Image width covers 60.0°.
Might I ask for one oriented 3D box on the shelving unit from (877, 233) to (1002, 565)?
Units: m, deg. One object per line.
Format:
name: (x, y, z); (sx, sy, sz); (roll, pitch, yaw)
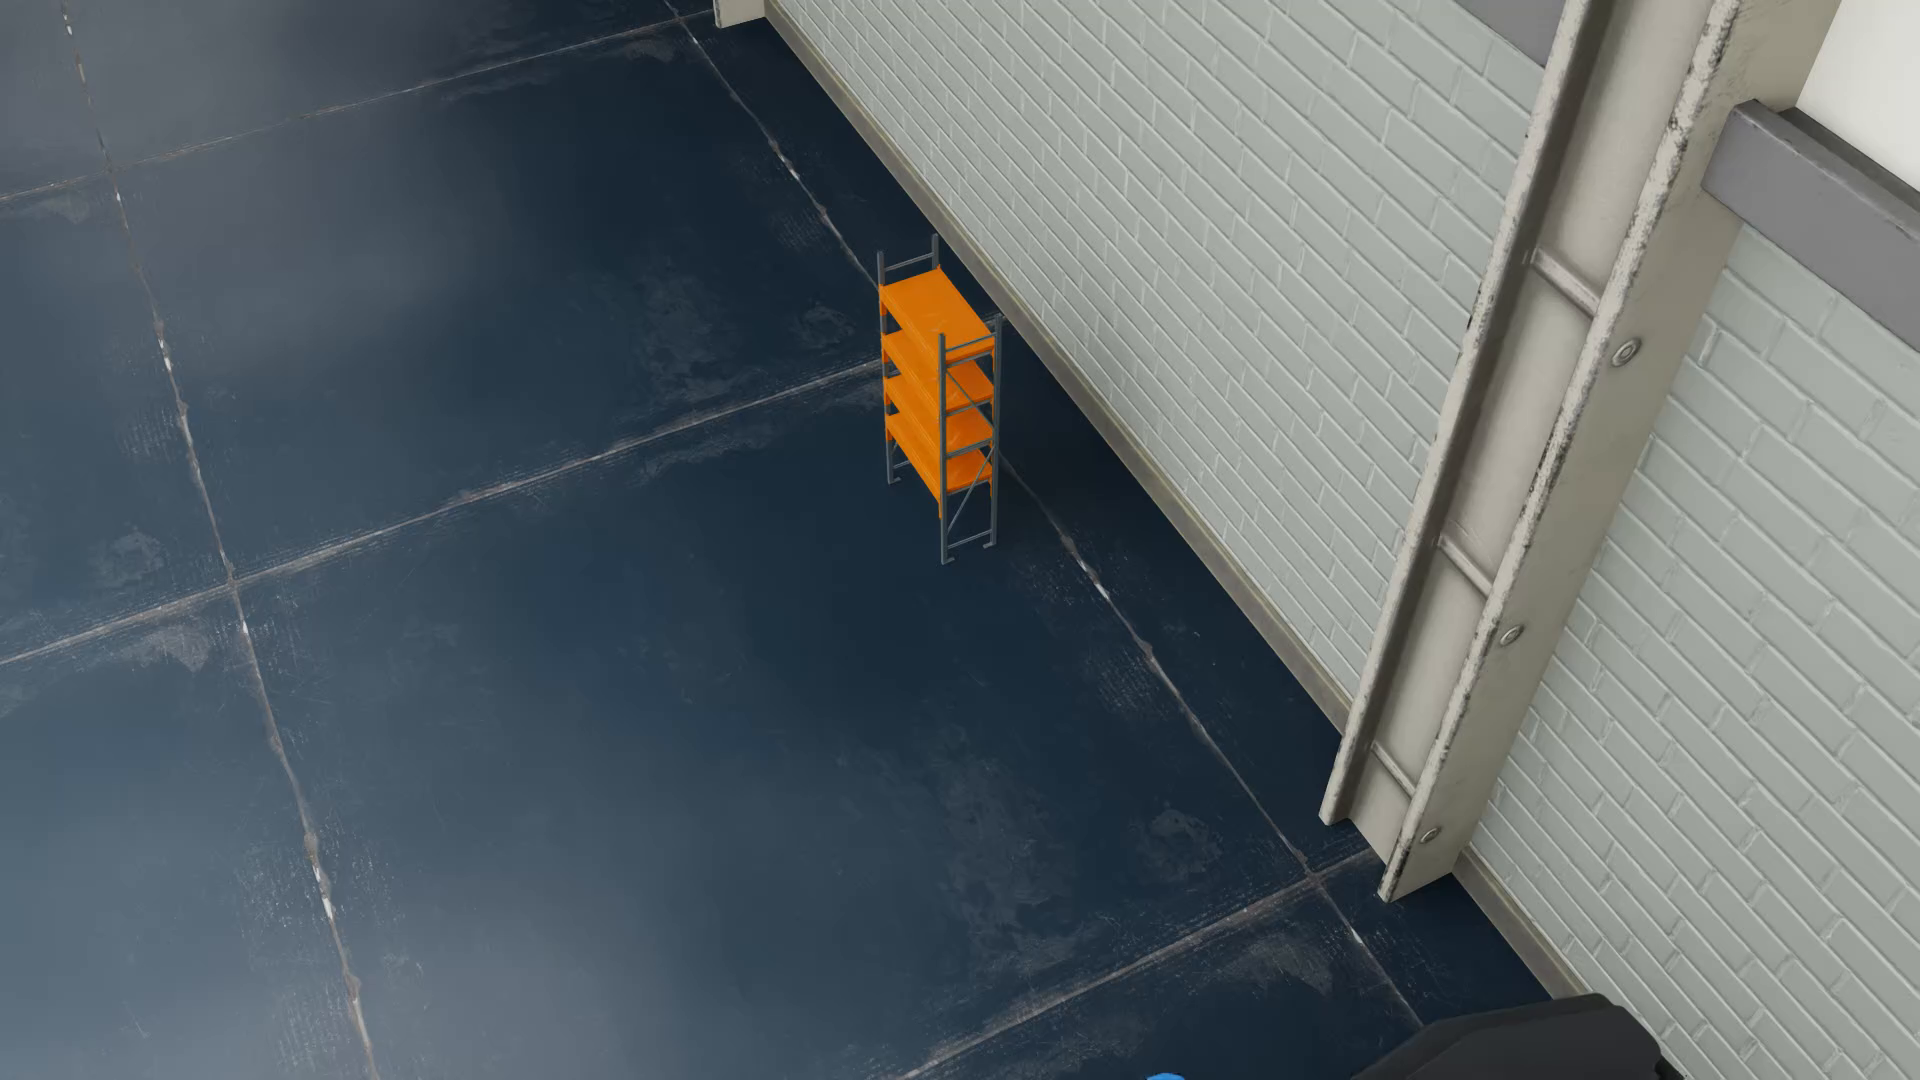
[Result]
shelving unit: (-0.076, -0.506, 6.288); (0.258, 1.200, 0.503); (-21, 52, -18)

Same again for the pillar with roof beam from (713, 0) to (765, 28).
pillar with roof beam: (-5.098, -4.460, 4.565); (9.100, 9.000, 0.400); (-21, 52, -18)

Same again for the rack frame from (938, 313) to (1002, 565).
rack frame: (0.036, -0.342, 6.145); (0.240, 1.200, 0.015); (-21, 52, -18)

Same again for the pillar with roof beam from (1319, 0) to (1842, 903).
pillar with roof beam: (-2.352, -0.445, 1.053); (9.100, 9.000, 0.400); (-21, 52, -18)

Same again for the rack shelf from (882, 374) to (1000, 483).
rack shelf: (-0.076, -0.462, 6.339); (0.258, 0.148, 0.480); (-21, 52, -18)

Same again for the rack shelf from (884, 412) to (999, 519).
rack shelf: (-0.076, -0.331, 6.488); (0.258, 0.148, 0.480); (-21, 52, -18)

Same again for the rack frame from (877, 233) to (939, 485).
rack frame: (-0.187, -0.669, 6.431); (0.240, 1.200, 0.015); (-21, 52, -18)

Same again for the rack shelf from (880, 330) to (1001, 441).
rack shelf: (-0.076, -0.609, 6.170); (0.258, 0.148, 0.480); (-21, 52, -18)

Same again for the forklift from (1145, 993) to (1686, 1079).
forklift: (0.926, 2.164, 2.802); (1.130, 2.935, 3.031); (-26, 54, -21)

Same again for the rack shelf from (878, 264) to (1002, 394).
rack shelf: (-0.076, -0.764, 5.992); (0.258, 0.148, 0.480); (-21, 52, -18)
